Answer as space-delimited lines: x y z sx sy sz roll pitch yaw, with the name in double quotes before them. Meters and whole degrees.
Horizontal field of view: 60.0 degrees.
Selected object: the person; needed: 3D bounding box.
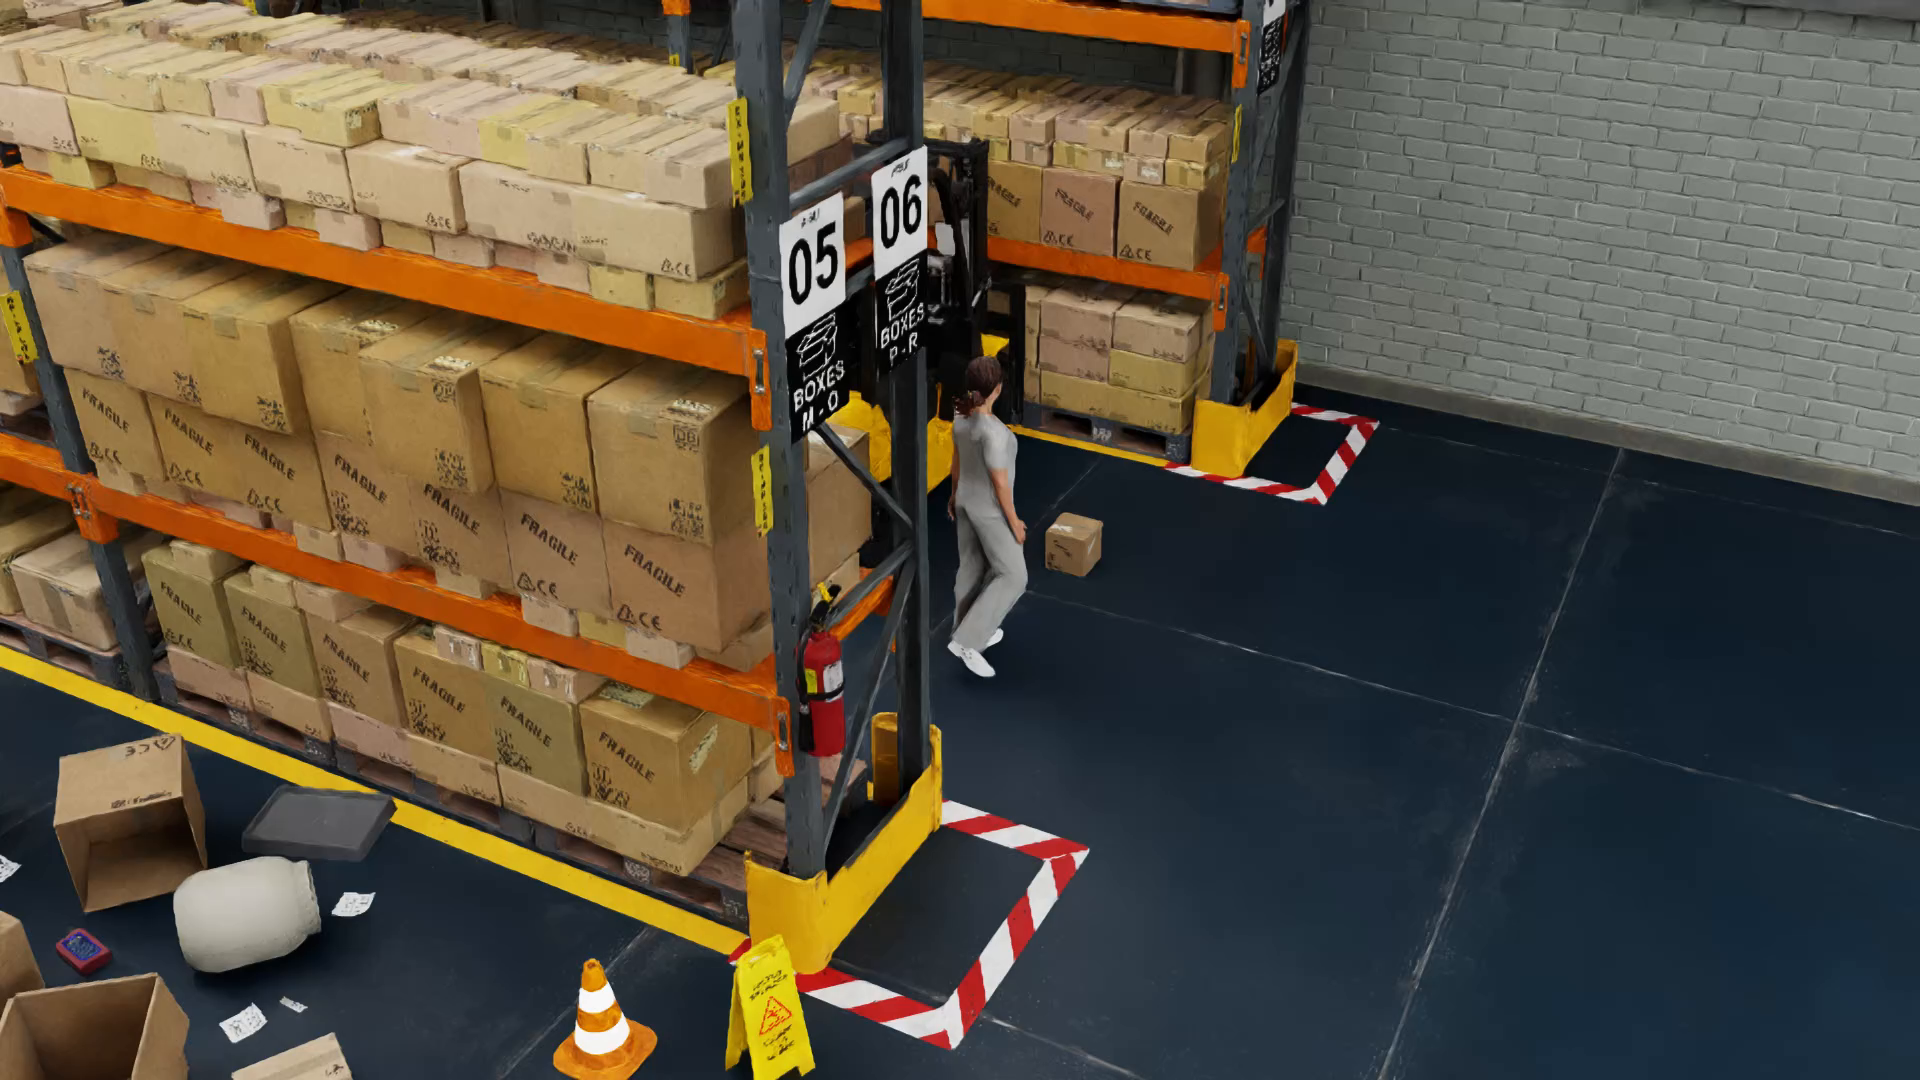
"person" 0.089 -0.170 8.487 0.421 1.598 0.521 -13 33 -22
